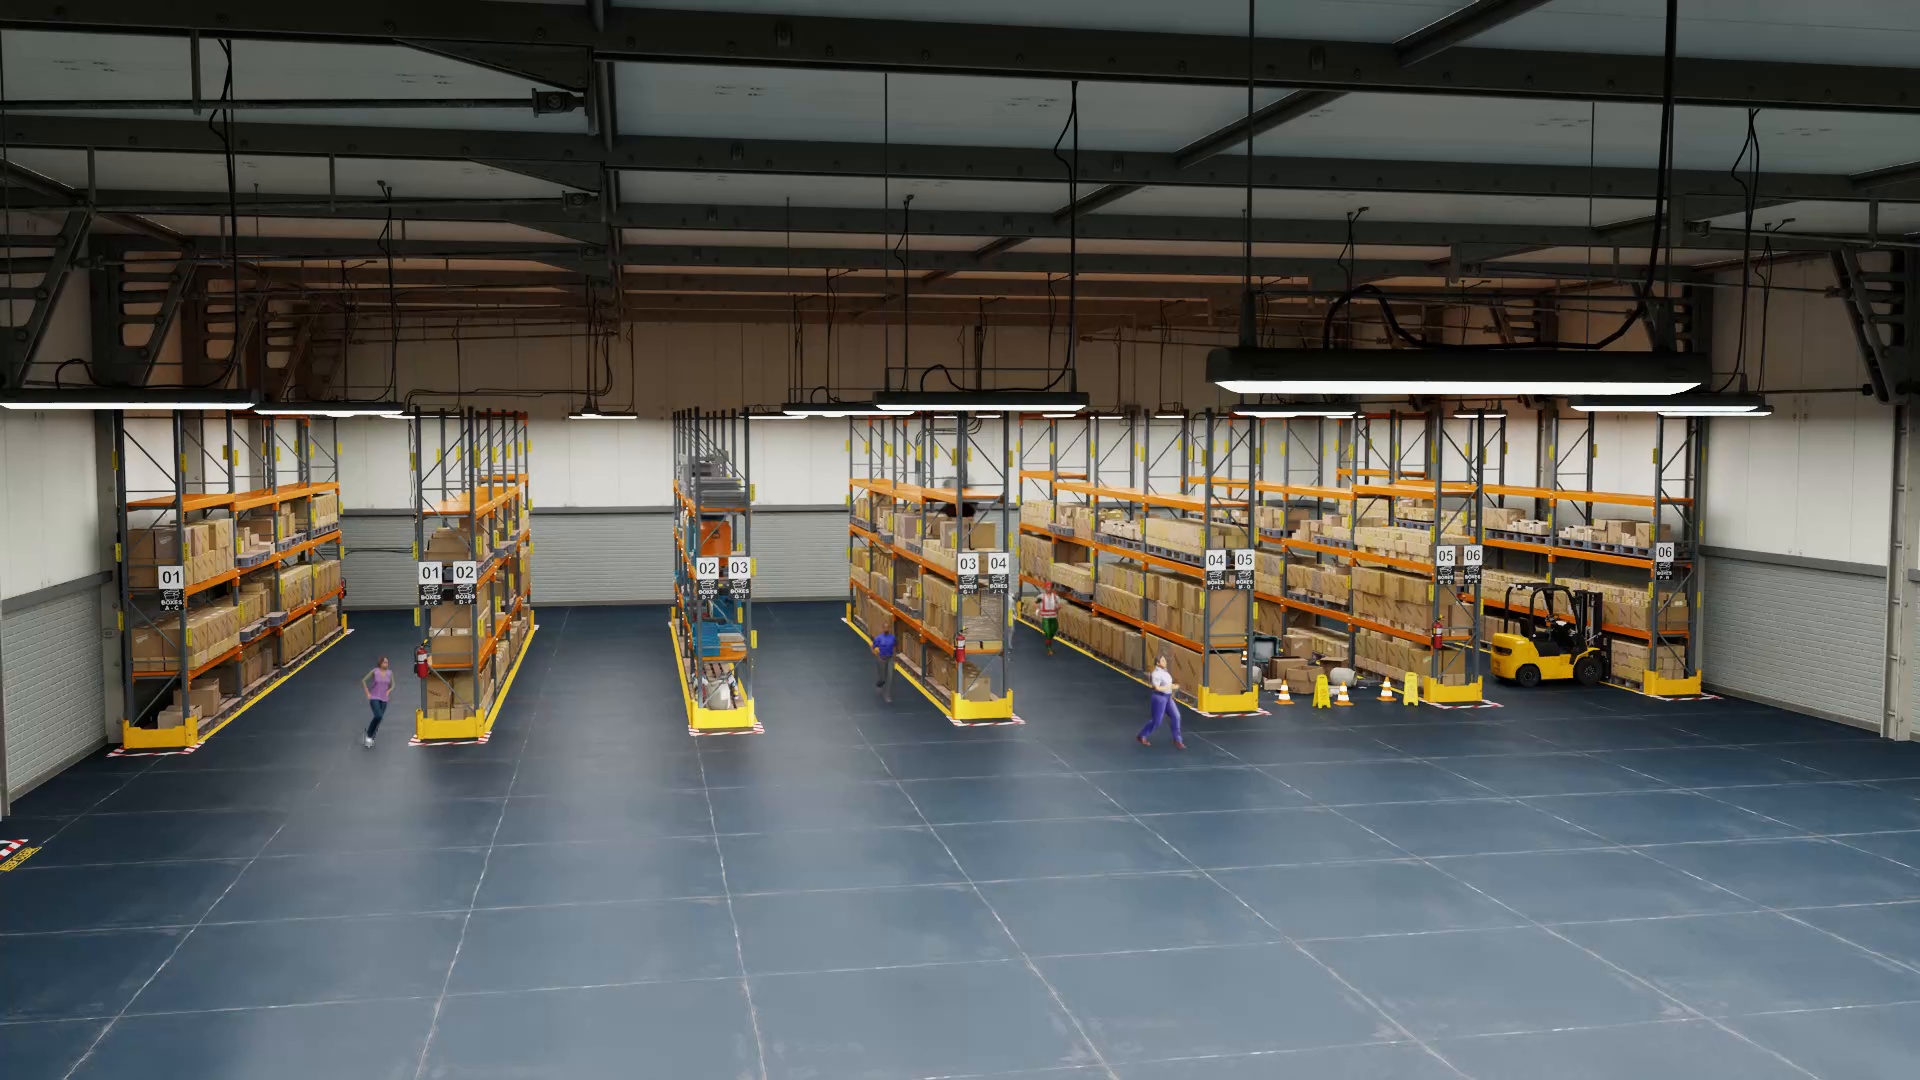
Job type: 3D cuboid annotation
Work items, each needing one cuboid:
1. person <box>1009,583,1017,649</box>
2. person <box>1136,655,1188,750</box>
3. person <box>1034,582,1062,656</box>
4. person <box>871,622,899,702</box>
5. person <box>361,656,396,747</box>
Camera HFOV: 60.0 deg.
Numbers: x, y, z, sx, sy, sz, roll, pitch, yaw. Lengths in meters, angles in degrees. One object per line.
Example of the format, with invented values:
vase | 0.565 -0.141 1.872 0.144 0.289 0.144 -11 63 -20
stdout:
person | 1.171 1.902 42.203 0.607 1.658 0.769 -2 4 -23
person | 3.548 2.843 29.141 0.894 1.670 0.608 2 5 31
person | 2.179 1.908 40.817 0.662 1.766 1.000 -1 4 -13
person | -1.525 2.493 34.080 0.593 1.606 0.727 -1 4 -19
person | -10.278 2.846 29.420 0.569 1.568 0.607 -4 6 -44
